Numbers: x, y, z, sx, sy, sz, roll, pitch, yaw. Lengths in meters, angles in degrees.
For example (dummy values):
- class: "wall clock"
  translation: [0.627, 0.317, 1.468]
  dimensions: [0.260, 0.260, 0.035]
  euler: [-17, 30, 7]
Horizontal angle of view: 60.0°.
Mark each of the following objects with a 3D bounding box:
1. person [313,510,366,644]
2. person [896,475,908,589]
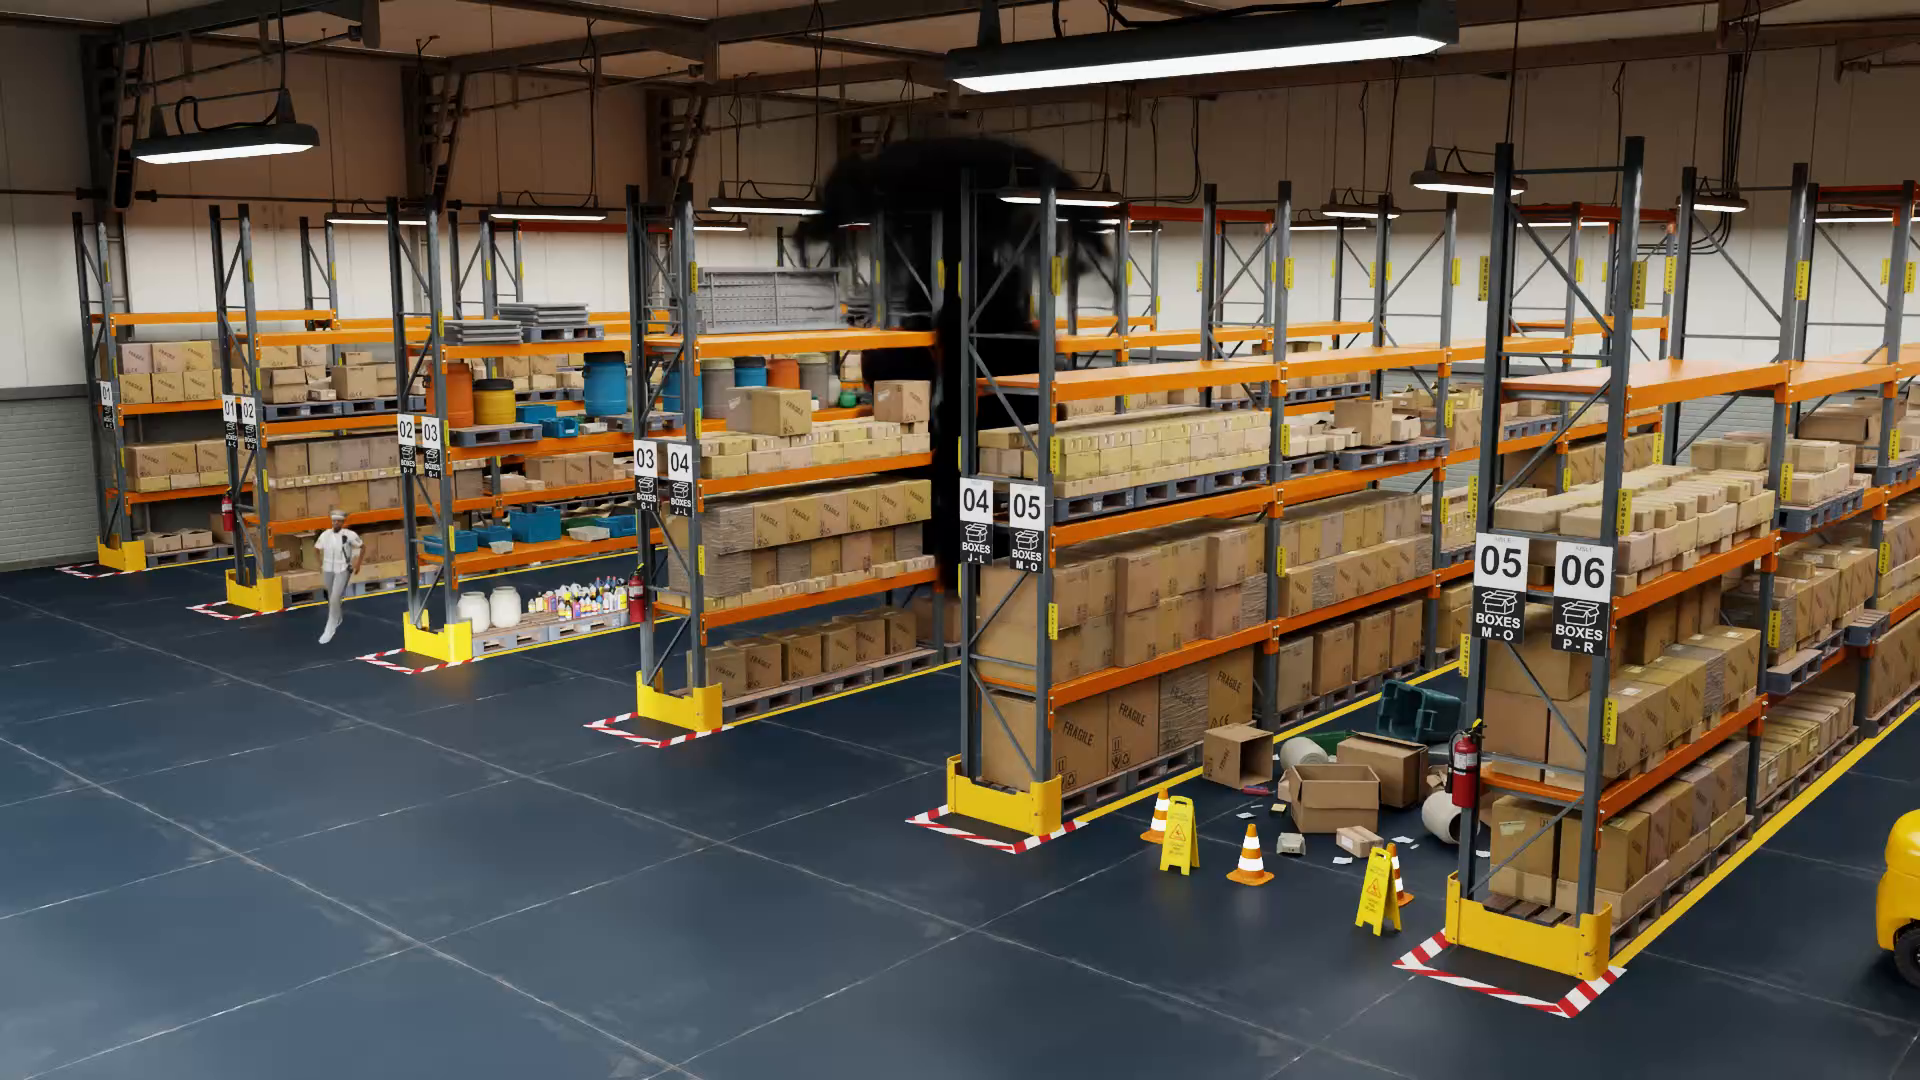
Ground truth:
- class: "person"
  translation: [-8.238, 0.446, 22.021]
  dimensions: [0.626, 1.721, 0.822]
  euler: [0, 9, 3]
- class: "person"
  translation: [-0.730, -0.180, 25.501]
  dimensions: [0.648, 1.813, 0.681]
  euler: [6, 11, 33]
